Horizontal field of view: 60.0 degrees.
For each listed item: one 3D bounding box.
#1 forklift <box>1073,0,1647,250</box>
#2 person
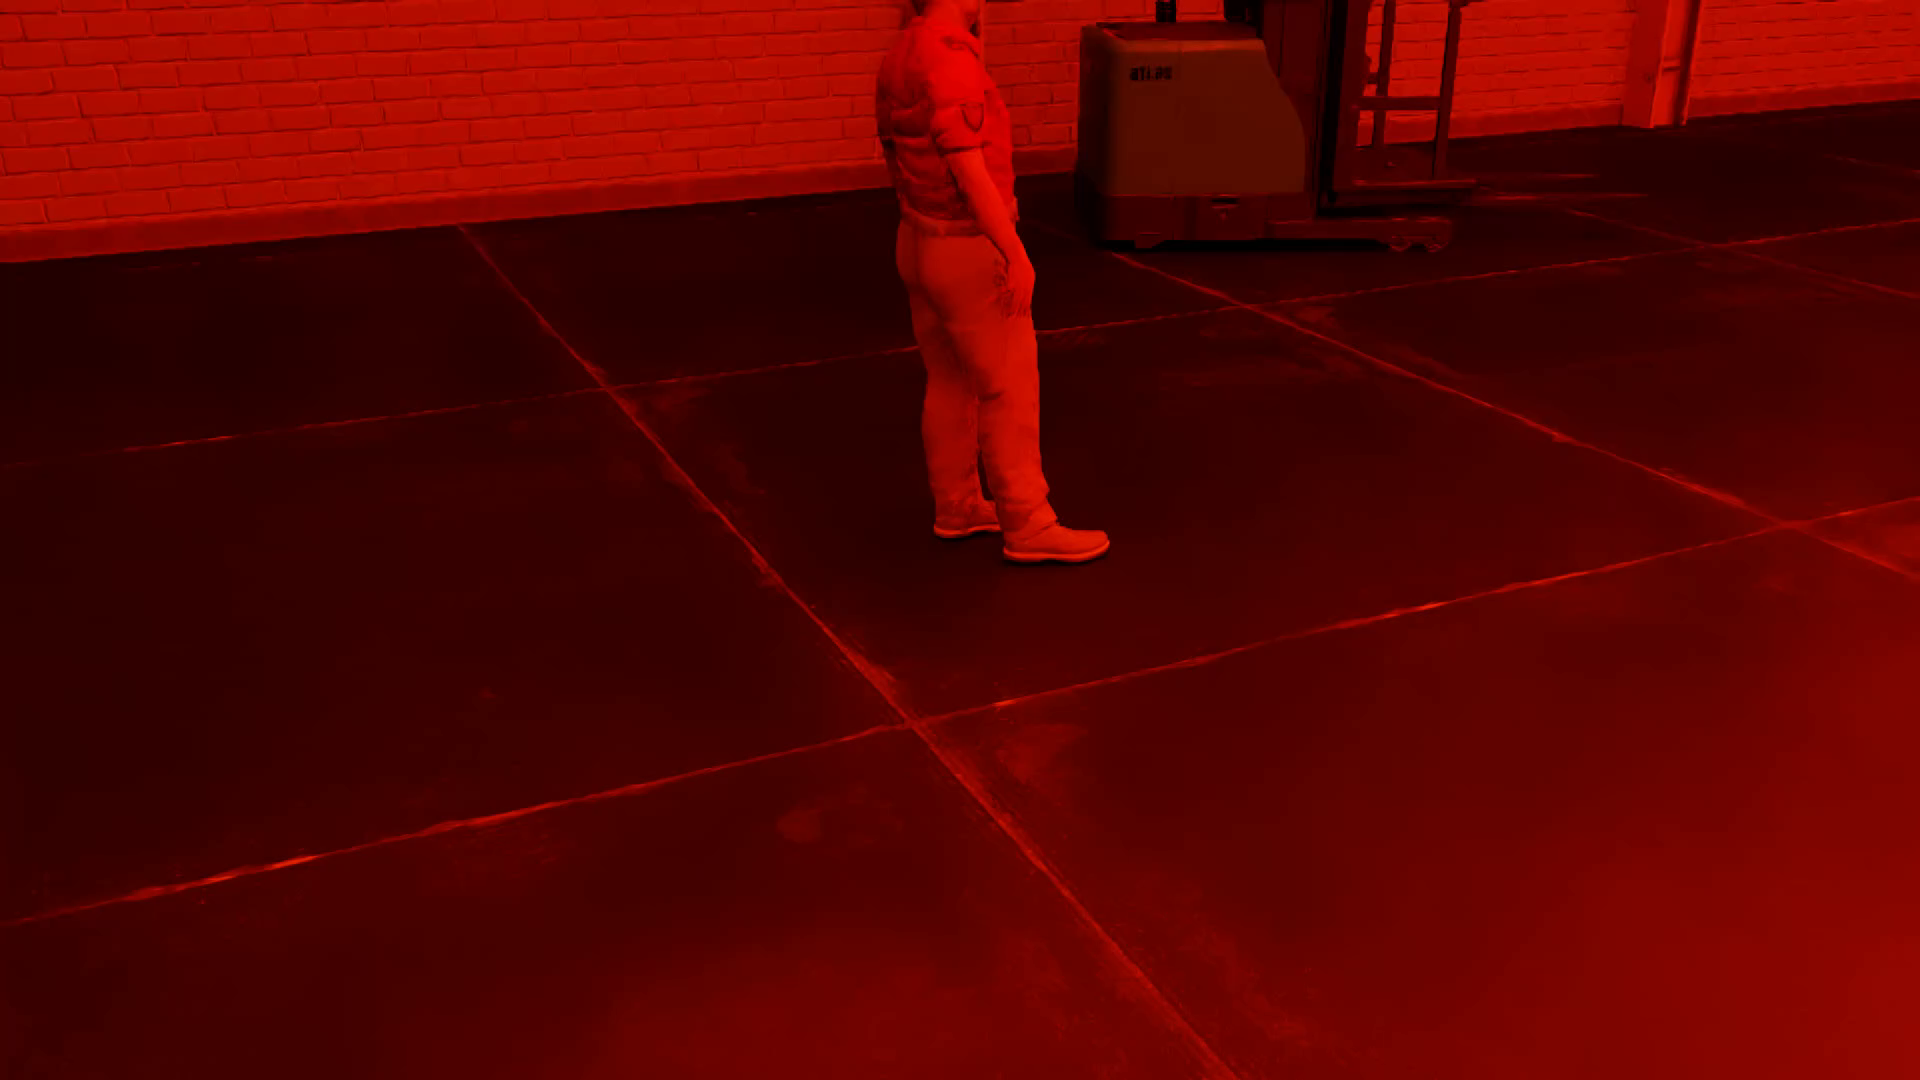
[{"bbox_3d":[2.195,-3.093,8.731,3.031,2.935,1.130,-2,23,-5],"label":"forklift"},{"bbox_3d":[0.086,-0.816,4.797,0.550,1.727,0.640,-10,25,-23],"label":"person"}]
